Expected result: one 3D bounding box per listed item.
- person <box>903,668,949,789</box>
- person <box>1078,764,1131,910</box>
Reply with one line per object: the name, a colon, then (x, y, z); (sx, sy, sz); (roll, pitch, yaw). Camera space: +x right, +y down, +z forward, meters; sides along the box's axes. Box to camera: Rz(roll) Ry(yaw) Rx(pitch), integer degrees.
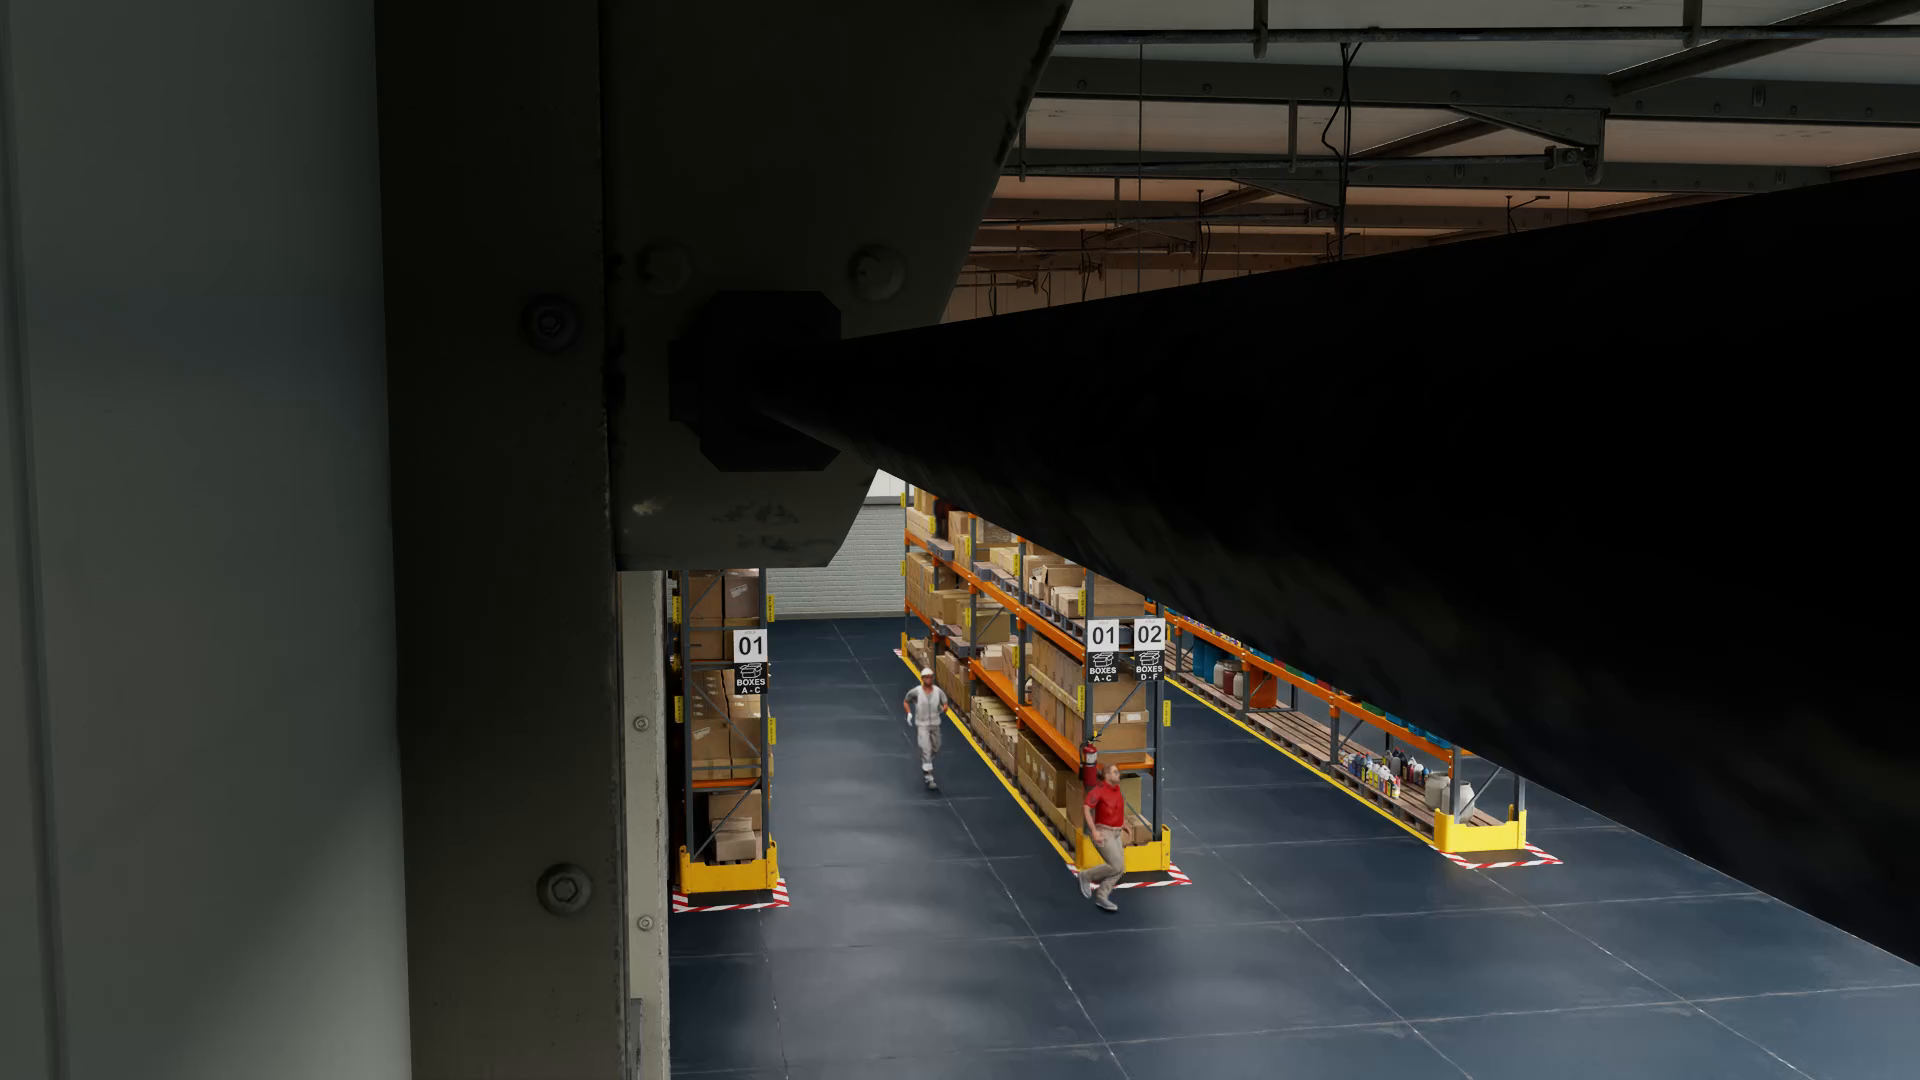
person: (-0.492, 2.818, 25.209); (0.665, 1.768, 0.985); (-2, 6, -18)
person: (1.765, 3.476, 19.646); (0.553, 1.649, 0.697); (4, 7, 33)
